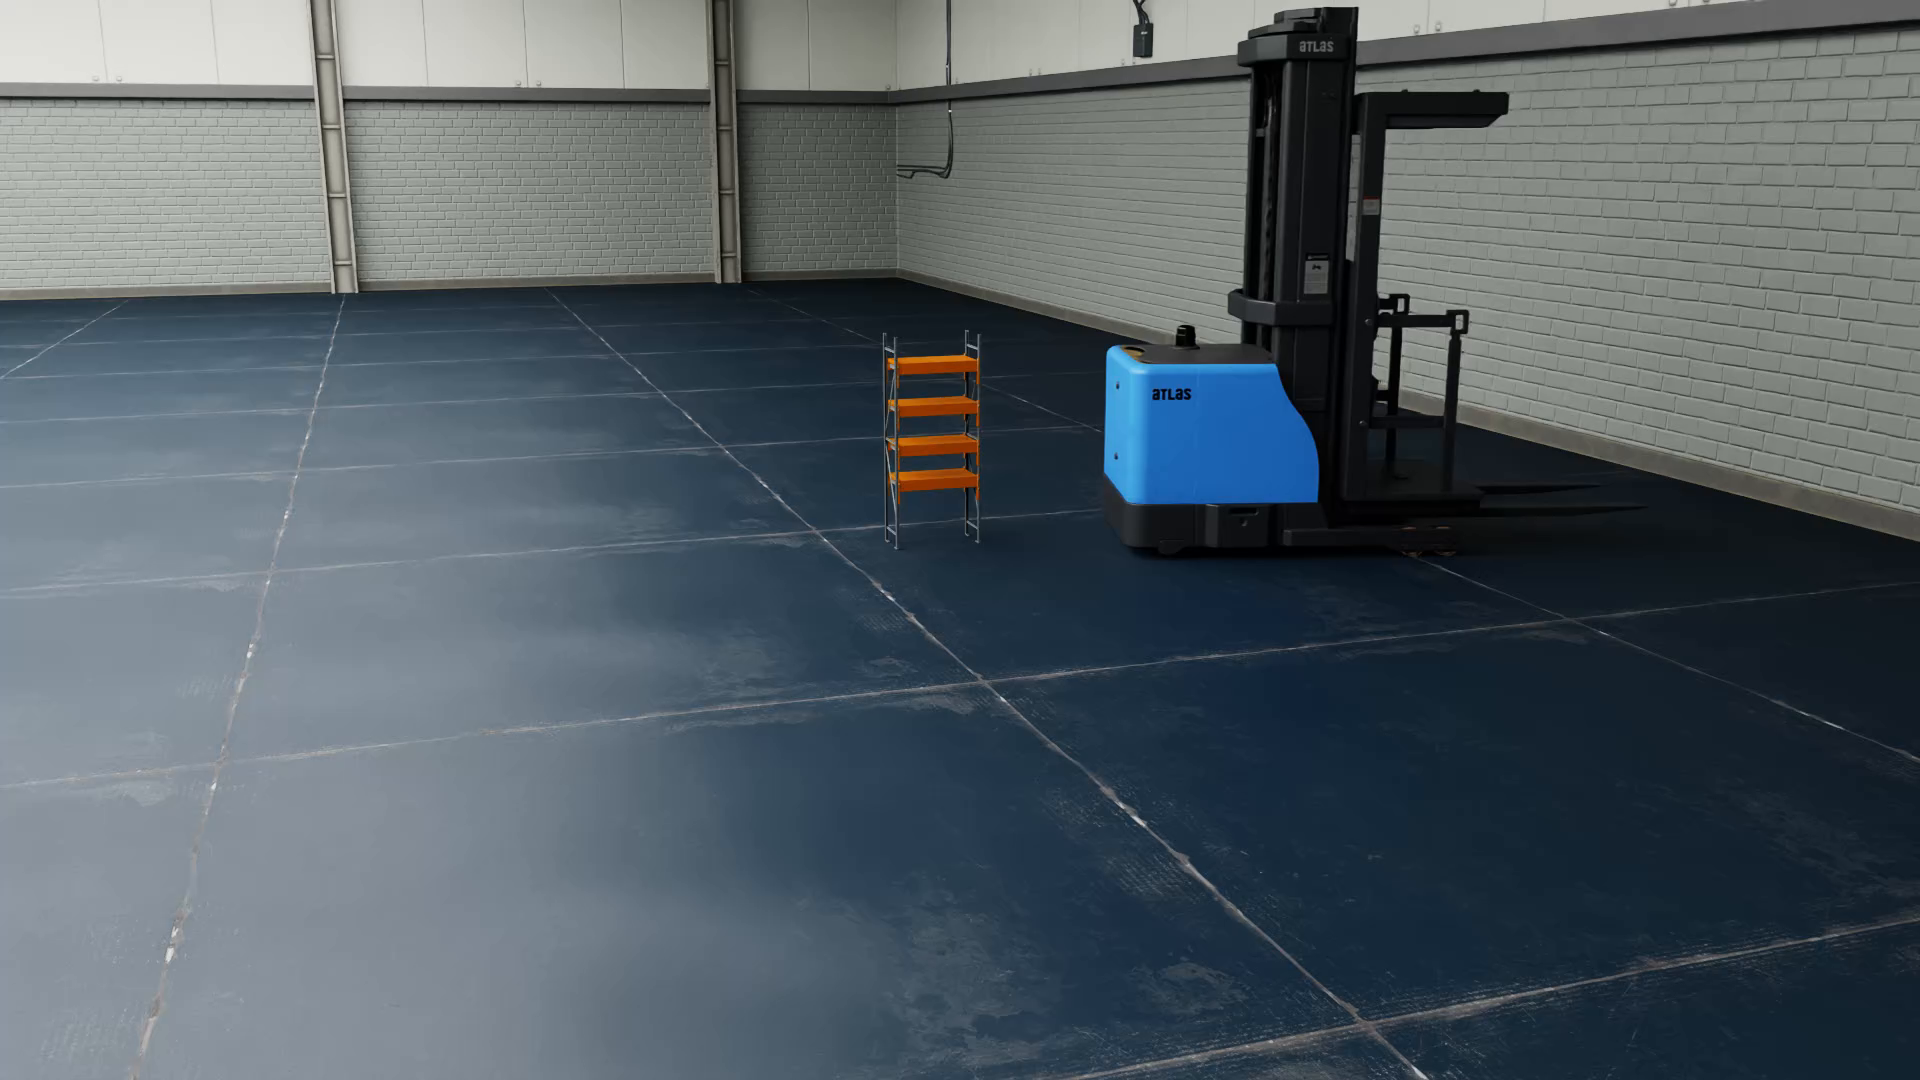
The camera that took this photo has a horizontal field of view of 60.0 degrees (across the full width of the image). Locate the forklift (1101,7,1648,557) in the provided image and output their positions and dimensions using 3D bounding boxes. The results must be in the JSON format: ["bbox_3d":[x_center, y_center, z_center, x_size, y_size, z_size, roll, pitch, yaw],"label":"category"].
[{"bbox_3d":[2.394,-1.455,9.426,3.031,2.935,1.130,-1,13,-4],"label":"forklift"}]

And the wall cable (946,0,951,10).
[{"bbox_3d":[0.218,-8.951,23.622,0.112,2.526,3.097,-4,14,-18],"label":"wall cable"}]

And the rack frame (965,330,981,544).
[{"bbox_3d":[0.074,-0.590,9.528,0.015,1.200,0.240,-4,14,-18],"label":"rack frame"}]

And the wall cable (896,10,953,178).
[{"bbox_3d":[-0.645,-7.087,26.700,0.112,2.526,3.097,-4,14,-18],"label":"wall cable"}]

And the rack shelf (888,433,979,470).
[{"bbox_3d":[-0.157,-0.506,9.468,0.480,0.148,0.258,-4,14,-18],"label":"rack shelf"}]

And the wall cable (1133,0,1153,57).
[{"bbox_3d":[2.368,-8.169,17.189,0.169,6.003,2.305,-4,14,-18],"label":"wall cable"}]

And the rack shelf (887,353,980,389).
[{"bbox_3d":[-0.157,-0.954,9.362,0.480,0.148,0.258,-4,14,-18],"label":"rack shelf"}]

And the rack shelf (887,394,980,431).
[{"bbox_3d":[-0.157,-0.724,9.416,0.480,0.148,0.258,-4,14,-18],"label":"rack shelf"}]

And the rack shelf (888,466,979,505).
[{"bbox_3d":[-0.157,-0.313,9.514,0.480,0.148,0.258,-4,14,-18],"label":"rack shelf"}]

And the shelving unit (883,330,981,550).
[{"bbox_3d":[-0.157,-0.572,9.453,0.503,1.200,0.258,-4,14,-18],"label":"shelving unit"}]

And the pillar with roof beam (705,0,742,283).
[{"bbox_3d":[-2.486,-7.726,22.677,0.400,9.000,9.100,-4,14,-18],"label":"pillar with roof beam"}]

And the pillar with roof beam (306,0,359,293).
[{"bbox_3d":[-8.172,-7.283,20.815,0.400,9.000,9.100,-4,14,-18],"label":"pillar with roof beam"}]

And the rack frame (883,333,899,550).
[{"bbox_3d":[-0.388,-0.553,9.377,0.015,1.200,0.240,-4,14,-18],"label":"rack frame"}]
